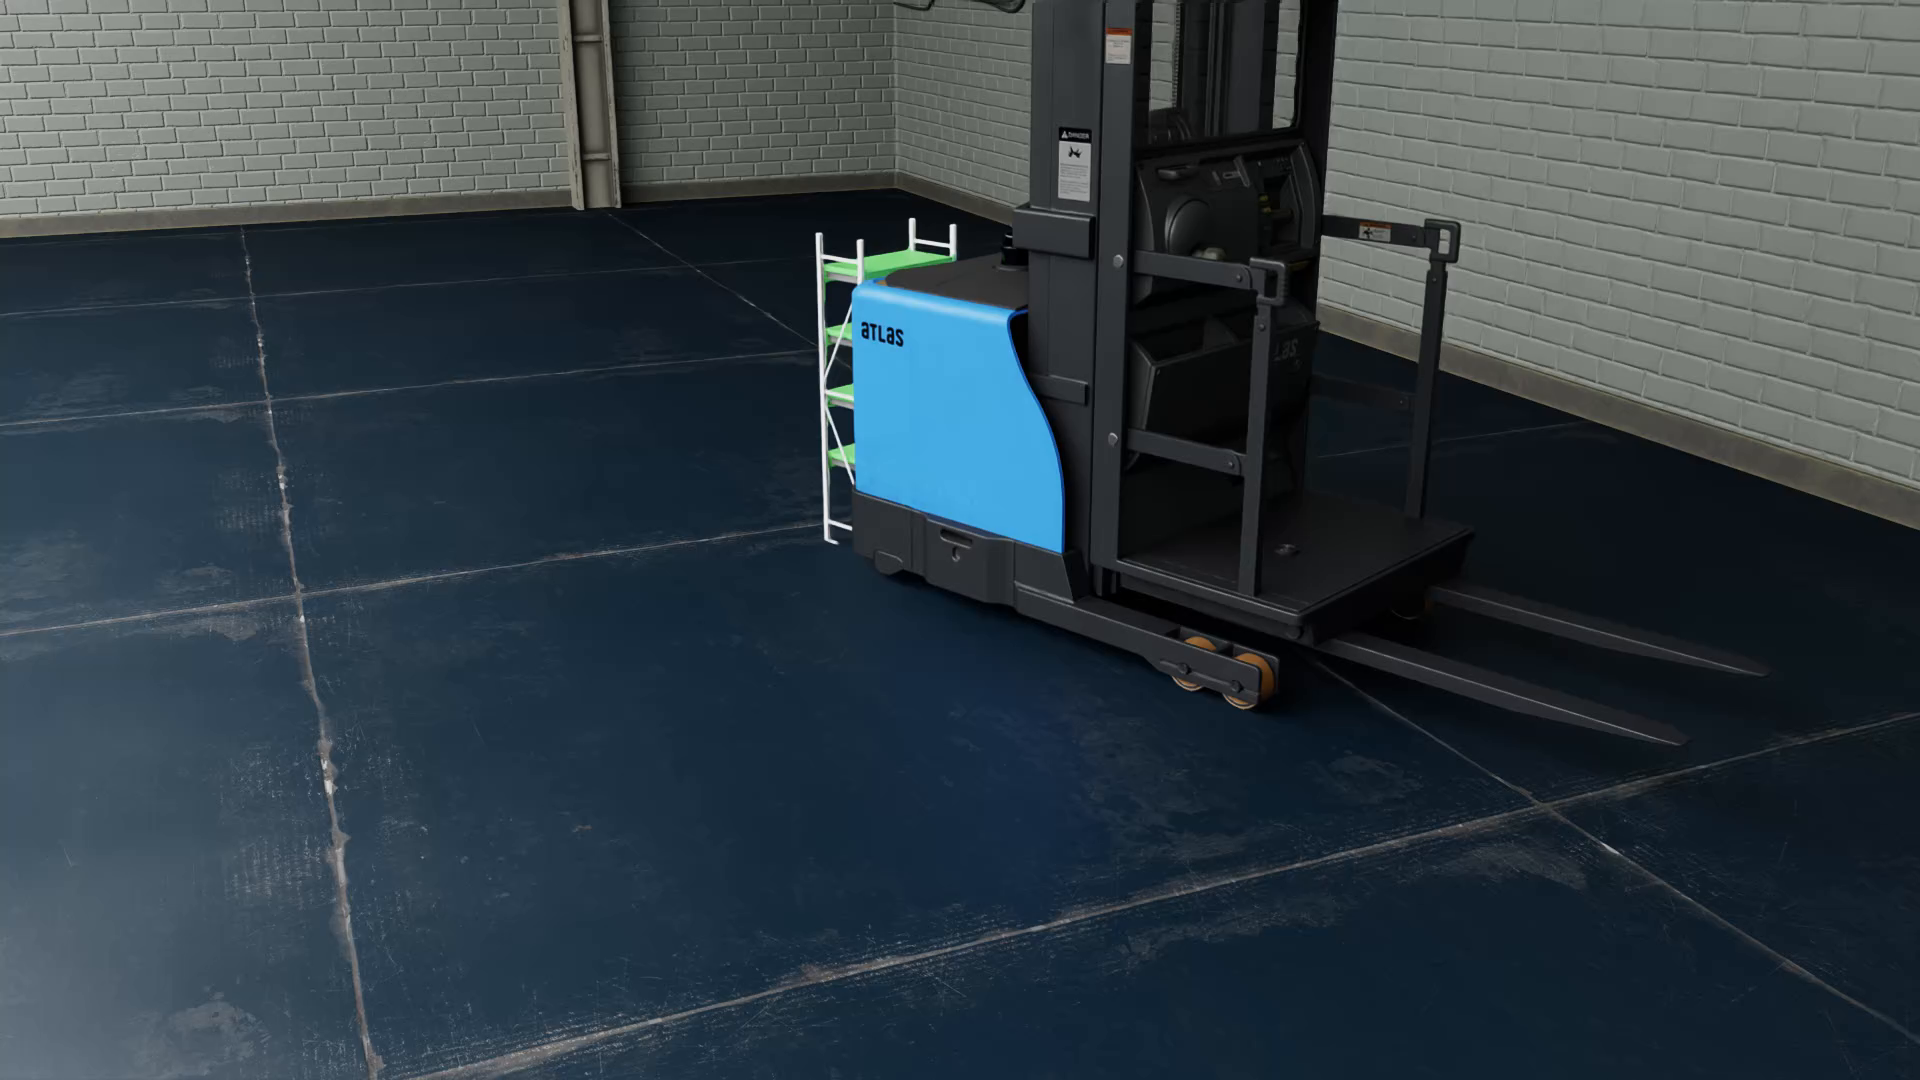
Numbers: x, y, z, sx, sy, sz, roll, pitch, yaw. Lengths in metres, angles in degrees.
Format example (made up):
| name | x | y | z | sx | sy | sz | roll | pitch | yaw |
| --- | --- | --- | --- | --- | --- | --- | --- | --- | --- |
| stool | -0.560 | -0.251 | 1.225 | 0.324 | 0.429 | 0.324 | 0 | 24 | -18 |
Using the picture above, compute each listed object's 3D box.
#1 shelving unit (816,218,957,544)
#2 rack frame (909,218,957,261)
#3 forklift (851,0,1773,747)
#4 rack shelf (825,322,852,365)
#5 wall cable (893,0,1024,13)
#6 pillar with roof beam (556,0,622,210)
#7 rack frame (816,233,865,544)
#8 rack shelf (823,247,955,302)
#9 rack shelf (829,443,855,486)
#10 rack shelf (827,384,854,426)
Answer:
| name | x | y | z | sx | sy | sz | roll | pitch | yaw |
| --- | --- | --- | --- | --- | --- | --- | --- | --- | --- |
| shelving unit | -0.271 | -0.597 | 6.412 | 0.258 | 1.200 | 0.503 | 17 | 26 | 40 |
| rack frame | -0.105 | -0.657 | 6.580 | 0.240 | 1.200 | 0.015 | 17 | 26 | 40 |
| forklift | 1.013 | -1.063 | 5.128 | 3.031 | 2.935 | 1.130 | 17 | 26 | 40 |
| rack shelf | -0.271 | -0.763 | 6.353 | 0.258 | 0.148 | 0.480 | 17 | 26 | 40 |
| wall cable | -0.080 | -5.803 | 14.129 | 0.112 | 2.526 | 3.097 | -8 | 21 | -22 |
| pillar with roof beam | -1.604 | -5.970 | 9.929 | 0.400 | 9.000 | 9.100 | -8 | 21 | -22 |
| rack frame | -0.437 | -0.538 | 6.243 | 0.240 | 1.200 | 0.015 | 17 | 26 | 40 |
| rack shelf | -0.271 | -0.990 | 6.274 | 0.258 | 0.148 | 0.480 | 17 | 26 | 40 |
| rack shelf | -0.271 | -0.311 | 6.513 | 0.258 | 0.148 | 0.480 | 17 | 26 | 40 |
| rack shelf | -0.271 | -0.537 | 6.433 | 0.258 | 0.148 | 0.480 | 17 | 26 | 40 |
